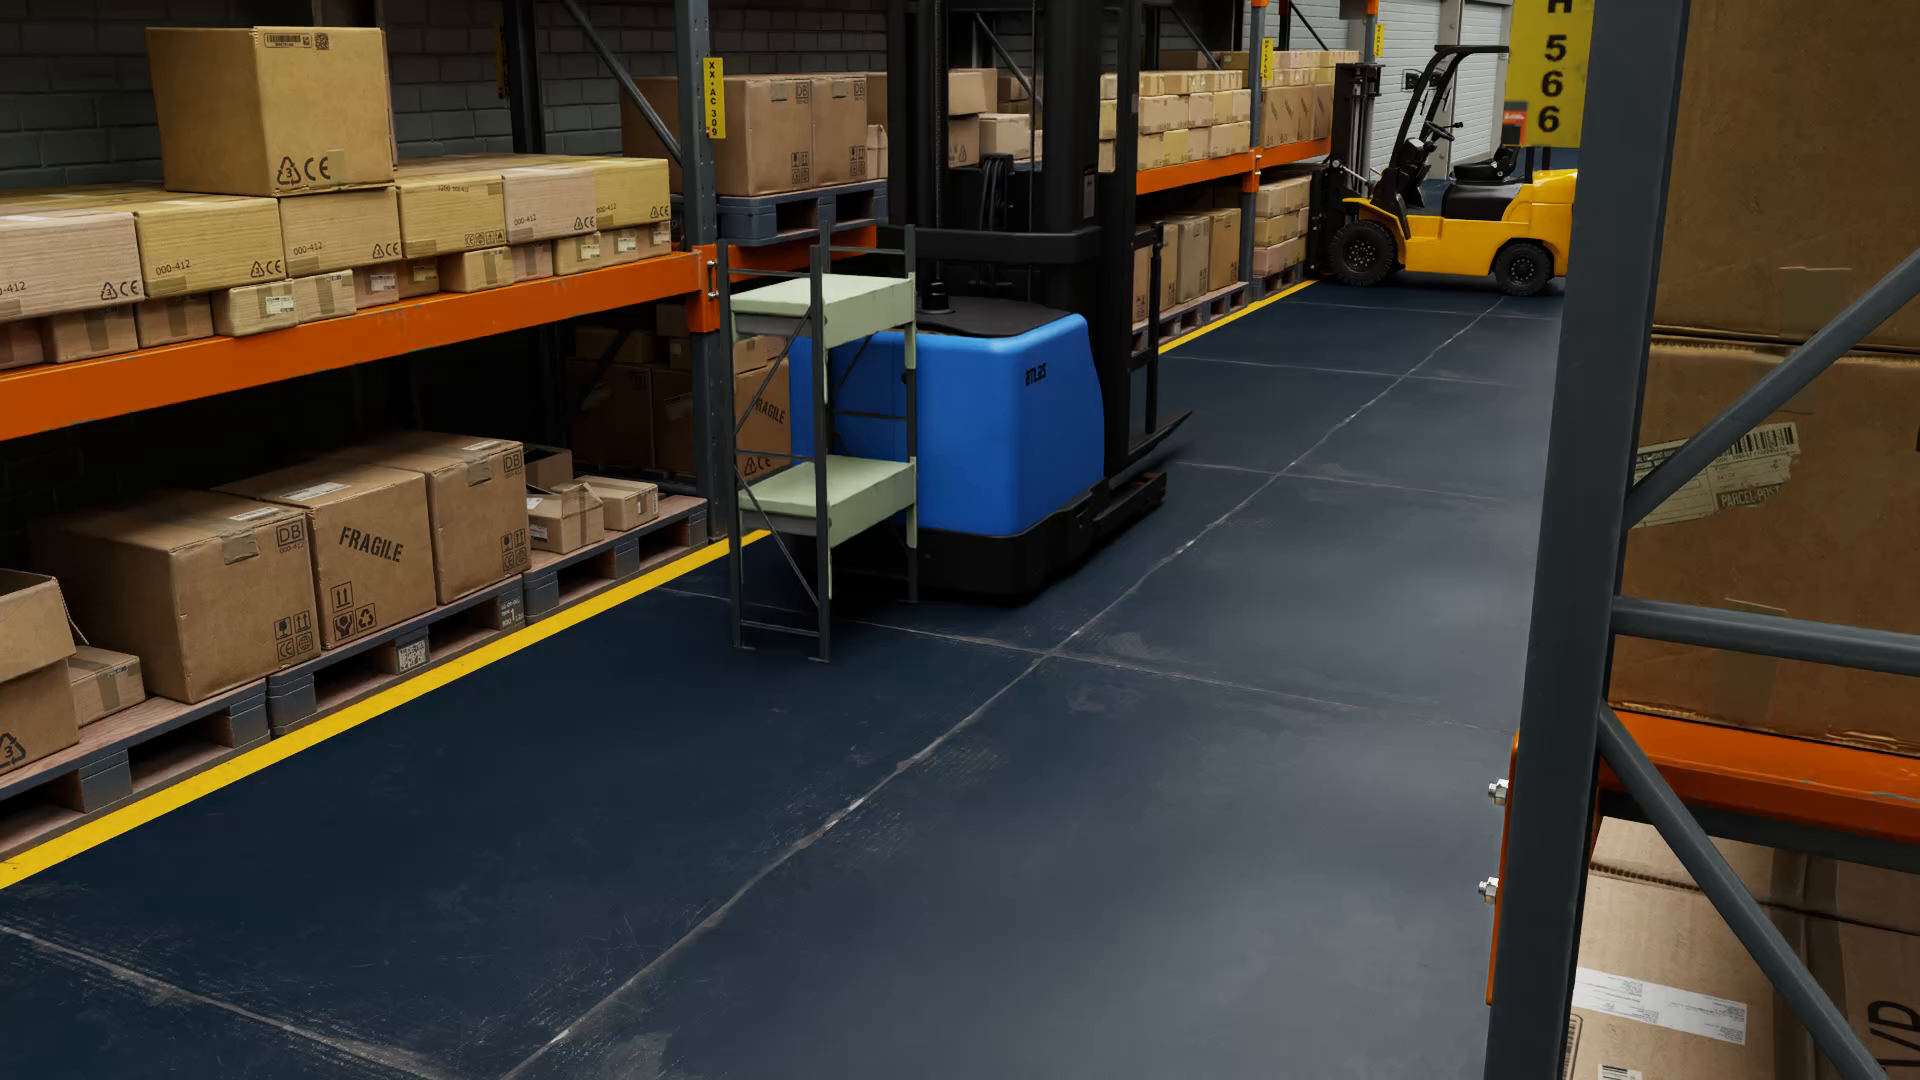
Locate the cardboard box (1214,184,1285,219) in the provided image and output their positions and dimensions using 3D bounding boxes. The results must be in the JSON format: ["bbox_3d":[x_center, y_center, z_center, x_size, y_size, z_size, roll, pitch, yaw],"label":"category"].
[{"bbox_3d":[2.550,-2.986,14.646,0.500,0.250,0.500,8,18,25],"label":"cardboard box"}]

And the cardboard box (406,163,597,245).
[{"bbox_3d":[-1.741,-1.283,6.317,0.500,0.250,0.500,8,18,26],"label":"cardboard box"}]

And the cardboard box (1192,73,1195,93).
[{"bbox_3d":[1.555,-3.455,12.573,0.380,0.149,0.250,8,18,26],"label":"cardboard box"}]

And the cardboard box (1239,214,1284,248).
[{"bbox_3d":[2.546,-2.747,14.719,0.500,0.250,0.500,8,18,25],"label":"cardboard box"}]

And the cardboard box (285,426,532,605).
[{"bbox_3d":[-2.070,-0.108,6.271,0.700,0.500,0.500,7,18,23],"label":"cardboard box"}]

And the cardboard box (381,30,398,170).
[{"bbox_3d":[-2.425,-1.587,6.024,0.500,0.500,0.500,8,18,24],"label":"cardboard box"}]

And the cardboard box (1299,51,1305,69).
[{"bbox_3d":[2.902,-4.352,15.070,0.380,0.149,0.250,8,18,24],"label":"cardboard box"}]

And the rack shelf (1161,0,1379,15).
[{"bbox_3d":[2.947,-5.143,15.566,1.077,0.370,4.000,8,18,25],"label":"rack shelf"}]

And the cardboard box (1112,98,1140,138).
[{"bbox_3d":[0.908,-2.899,11.400,0.500,0.250,0.500,9,19,27],"label":"cardboard box"}]

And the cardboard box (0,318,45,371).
[{"bbox_3d":[-2.758,-0.554,4.563,0.380,0.149,0.250,8,18,25],"label":"cardboard box"}]

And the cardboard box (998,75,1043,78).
[{"bbox_3d":[0.418,-3.128,11.473,0.380,0.149,0.250,8,18,25],"label":"cardboard box"}]

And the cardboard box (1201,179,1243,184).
[{"bbox_3d":[2.313,-3.184,15.311,0.500,0.250,0.500,8,18,25],"label":"cardboard box"}]

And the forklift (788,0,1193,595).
[{"bbox_3d":[0.356,-1.562,7.637,1.130,2.935,3.031,7,18,23],"label":"forklift"}]

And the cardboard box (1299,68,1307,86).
[{"bbox_3d":[2.932,-4.203,15.092,0.380,0.149,0.250,8,18,25],"label":"cardboard box"}]

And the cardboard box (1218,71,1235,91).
[{"bbox_3d":[2.000,-3.716,13.452,0.380,0.149,0.250,8,18,25],"label":"cardboard box"}]

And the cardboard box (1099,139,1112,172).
[{"bbox_3d":[0.683,-2.532,11.043,0.500,0.250,0.500,8,18,26],"label":"cardboard box"}]

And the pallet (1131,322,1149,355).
[{"bbox_3d":[0.669,-1.389,11.832,1.003,0.211,1.213,8,18,25],"label":"pallet"}]

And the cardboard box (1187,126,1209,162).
[{"bbox_3d":[1.593,-3.055,12.807,0.500,0.250,0.500,8,18,26],"label":"cardboard box"}]

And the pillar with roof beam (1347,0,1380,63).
[{"bbox_3d":[9.256,-8.353,19.842,9.100,9.000,0.400,8,18,25],"label":"pillar with roof beam"}]

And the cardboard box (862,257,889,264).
[{"bbox_3d":[-0.388,-1.678,10.419,0.380,0.149,0.250,9,19,27],"label":"cardboard box"}]

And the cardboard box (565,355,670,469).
[{"bbox_3d":[-1.566,-0.668,8.159,0.500,0.500,0.500,8,18,25],"label":"cardboard box"}]

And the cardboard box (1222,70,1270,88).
[{"bbox_3d":[2.431,-3.947,14.230,0.380,0.149,0.250,8,18,24],"label":"cardboard box"}]

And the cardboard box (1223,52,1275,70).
[{"bbox_3d":[2.461,-4.085,14.173,0.380,0.149,0.250,9,19,26],"label":"cardboard box"}]

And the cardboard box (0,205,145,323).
[{"bbox_3d":[-2.640,-0.764,4.570,0.500,0.250,0.500,8,18,26],"label":"cardboard box"}]

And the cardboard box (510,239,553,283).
[{"bbox_3d":[-1.771,-1.067,6.290,0.380,0.149,0.250,9,19,27],"label":"cardboard box"}]

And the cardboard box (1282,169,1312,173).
[{"bbox_3d":[3.475,-3.504,16.390,0.500,0.250,0.500,8,18,26],"label":"cardboard box"}]

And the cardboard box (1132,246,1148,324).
[{"bbox_3d":[0.842,-1.909,12.117,0.875,0.625,0.625,9,19,27],"label":"cardboard box"}]

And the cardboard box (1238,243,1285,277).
[{"bbox_3d":[2.566,-2.505,14.780,0.500,0.250,0.500,8,18,26],"label":"cardboard box"}]

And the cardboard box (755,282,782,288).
[{"bbox_3d":[-0.934,-1.343,9.290,0.380,0.149,0.250,7,18,23],"label":"cardboard box"}]

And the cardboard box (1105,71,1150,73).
[{"bbox_3d":[1.330,-3.644,13.210,0.380,0.149,0.250,8,18,25],"label":"cardboard box"}]

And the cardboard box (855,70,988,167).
[{"bbox_3d":[-0.298,-2.333,9.192,0.797,0.503,0.637,8,18,24],"label":"cardboard box"}]

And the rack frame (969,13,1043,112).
[{"bbox_3d":[0.266,-2.521,10.745,1.000,3.000,0.127,8,18,25],"label":"rack frame"}]

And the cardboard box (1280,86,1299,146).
[{"bbox_3d":[2.703,-3.803,14.884,0.500,0.500,0.500,8,19,26],"label":"cardboard box"}]

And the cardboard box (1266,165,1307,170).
[{"bbox_3d":[3.237,-3.696,17.034,0.500,0.250,0.500,8,18,25],"label":"cardboard box"}]

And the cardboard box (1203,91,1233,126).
[{"bbox_3d":[1.839,-3.419,13.151,0.500,0.250,0.500,8,18,24],"label":"cardboard box"}]

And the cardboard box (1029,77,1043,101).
[{"bbox_3d":[0.672,-2.924,10.786,0.380,0.149,0.250,9,19,27],"label":"cardboard box"}]

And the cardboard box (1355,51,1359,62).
[{"bbox_3d":[3.869,-4.943,17.060,0.380,0.149,0.250,8,18,26],"label":"cardboard box"}]

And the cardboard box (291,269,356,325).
[{"bbox_3d":[-2.197,-0.804,5.403,0.380,0.149,0.250,9,19,27],"label":"cardboard box"}]

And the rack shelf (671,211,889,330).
[{"bbox_3d":[-0.628,-1.667,9.133,1.077,0.370,4.000,8,18,25],"label":"rack shelf"}]

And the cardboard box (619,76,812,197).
[{"bbox_3d":[-1.105,-1.847,7.560,0.700,0.500,0.500,9,19,27],"label":"cardboard box"}]

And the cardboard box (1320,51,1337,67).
[{"bbox_3d":[3.389,-4.605,15.922,0.380,0.149,0.250,8,19,26],"label":"cardboard box"}]

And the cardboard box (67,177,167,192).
[{"bbox_3d":[-2.650,-1.095,5.685,0.500,0.250,0.500,8,18,25],"label":"cardboard box"}]

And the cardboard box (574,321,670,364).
[{"bbox_3d":[-1.615,-0.947,7.958,0.380,0.149,0.250,7,18,23],"label":"cardboard box"}]

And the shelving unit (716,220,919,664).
[{"bbox_3d":[-0.504,-0.391,6.205,0.431,1.500,0.755,7,18,23],"label":"shelving unit"}]

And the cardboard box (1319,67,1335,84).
[{"bbox_3d":[3.385,-4.464,15.972,0.380,0.149,0.250,8,18,26],"label":"cardboard box"}]

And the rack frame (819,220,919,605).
[{"bbox_3d":[-0.354,-0.486,6.524,0.400,1.500,0.023,7,18,23],"label":"rack frame"}]

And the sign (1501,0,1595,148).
[{"bbox_3d":[0.654,-0.594,1.808,0.100,0.325,0.005,8,18,25],"label":"sign"}]

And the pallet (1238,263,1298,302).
[{"bbox_3d":[2.446,-2.401,15.237,1.003,0.211,1.213,8,18,25],"label":"pallet"}]

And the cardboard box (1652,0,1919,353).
[{"bbox_3d":[1.136,-0.533,2.121,0.500,0.500,0.500,9,19,27],"label":"cardboard box"}]

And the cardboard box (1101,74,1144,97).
[{"bbox_3d":[1.073,-3.197,11.705,0.380,0.149,0.250,8,18,26],"label":"cardboard box"}]

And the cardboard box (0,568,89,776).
[{"bbox_3d":[-2.950,0.368,4.664,0.797,0.503,0.637,7,18,23],"label":"cardboard box"}]

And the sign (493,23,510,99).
[{"bbox_3d":[-2.019,-2.127,7.385,0.100,0.325,0.005,8,18,25],"label":"sign"}]

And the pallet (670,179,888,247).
[{"bbox_3d":[-1.067,-1.600,7.981,1.003,0.211,1.213,8,18,25],"label":"pallet"}]
